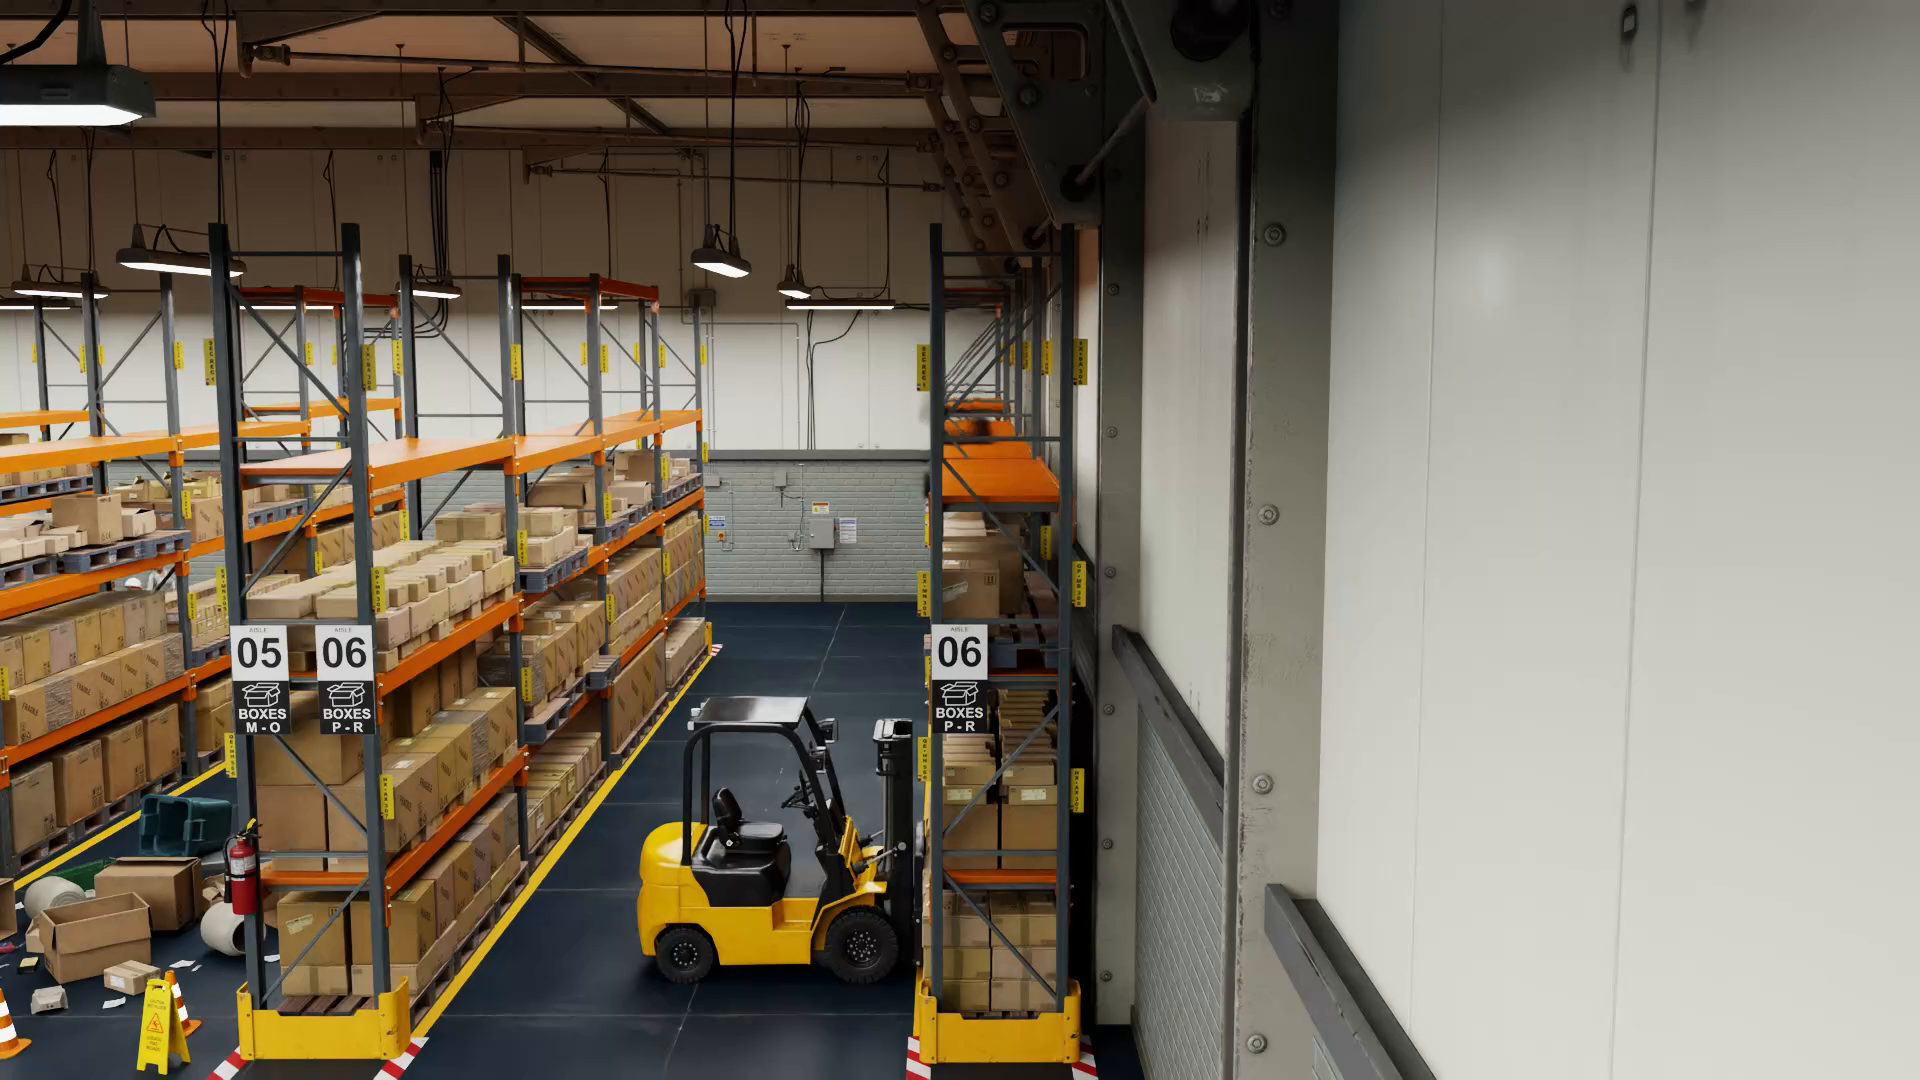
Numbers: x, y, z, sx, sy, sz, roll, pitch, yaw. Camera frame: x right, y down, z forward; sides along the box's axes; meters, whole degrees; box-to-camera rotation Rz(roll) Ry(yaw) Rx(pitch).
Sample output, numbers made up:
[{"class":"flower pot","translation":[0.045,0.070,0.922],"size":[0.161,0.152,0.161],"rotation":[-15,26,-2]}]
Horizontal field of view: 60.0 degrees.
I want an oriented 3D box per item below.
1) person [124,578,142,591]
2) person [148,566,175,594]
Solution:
[{"class":"person","translation":[-12.037,1.436,24.255],"size":[0.649,1.780,0.939],"rotation":[0,7,-4]},{"class":"person","translation":[-13.630,1.061,28.510],"size":[0.581,1.523,0.518],"rotation":[6,9,43]}]
